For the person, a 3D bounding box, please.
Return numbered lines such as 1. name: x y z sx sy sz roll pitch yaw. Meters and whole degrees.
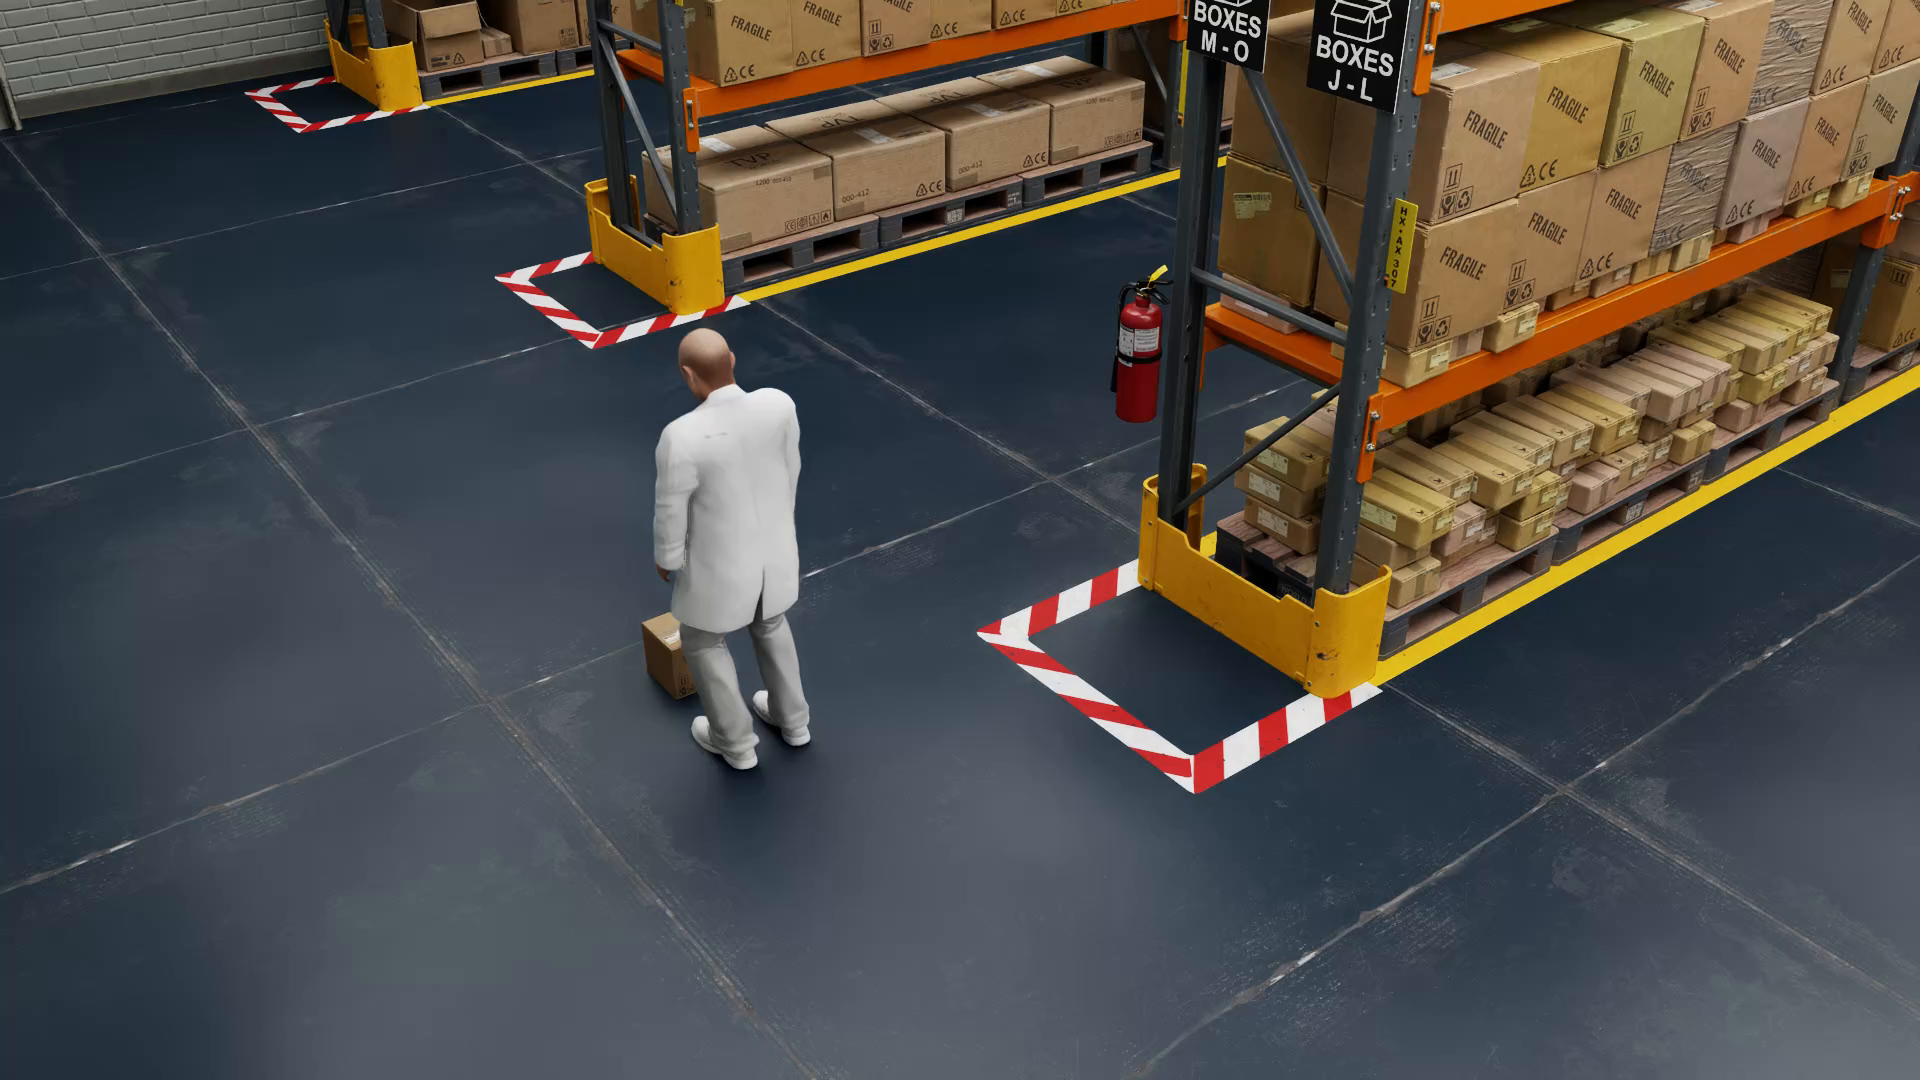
1. person: -0.841 0.053 6.114 0.583 1.738 0.396 -21 38 -30
